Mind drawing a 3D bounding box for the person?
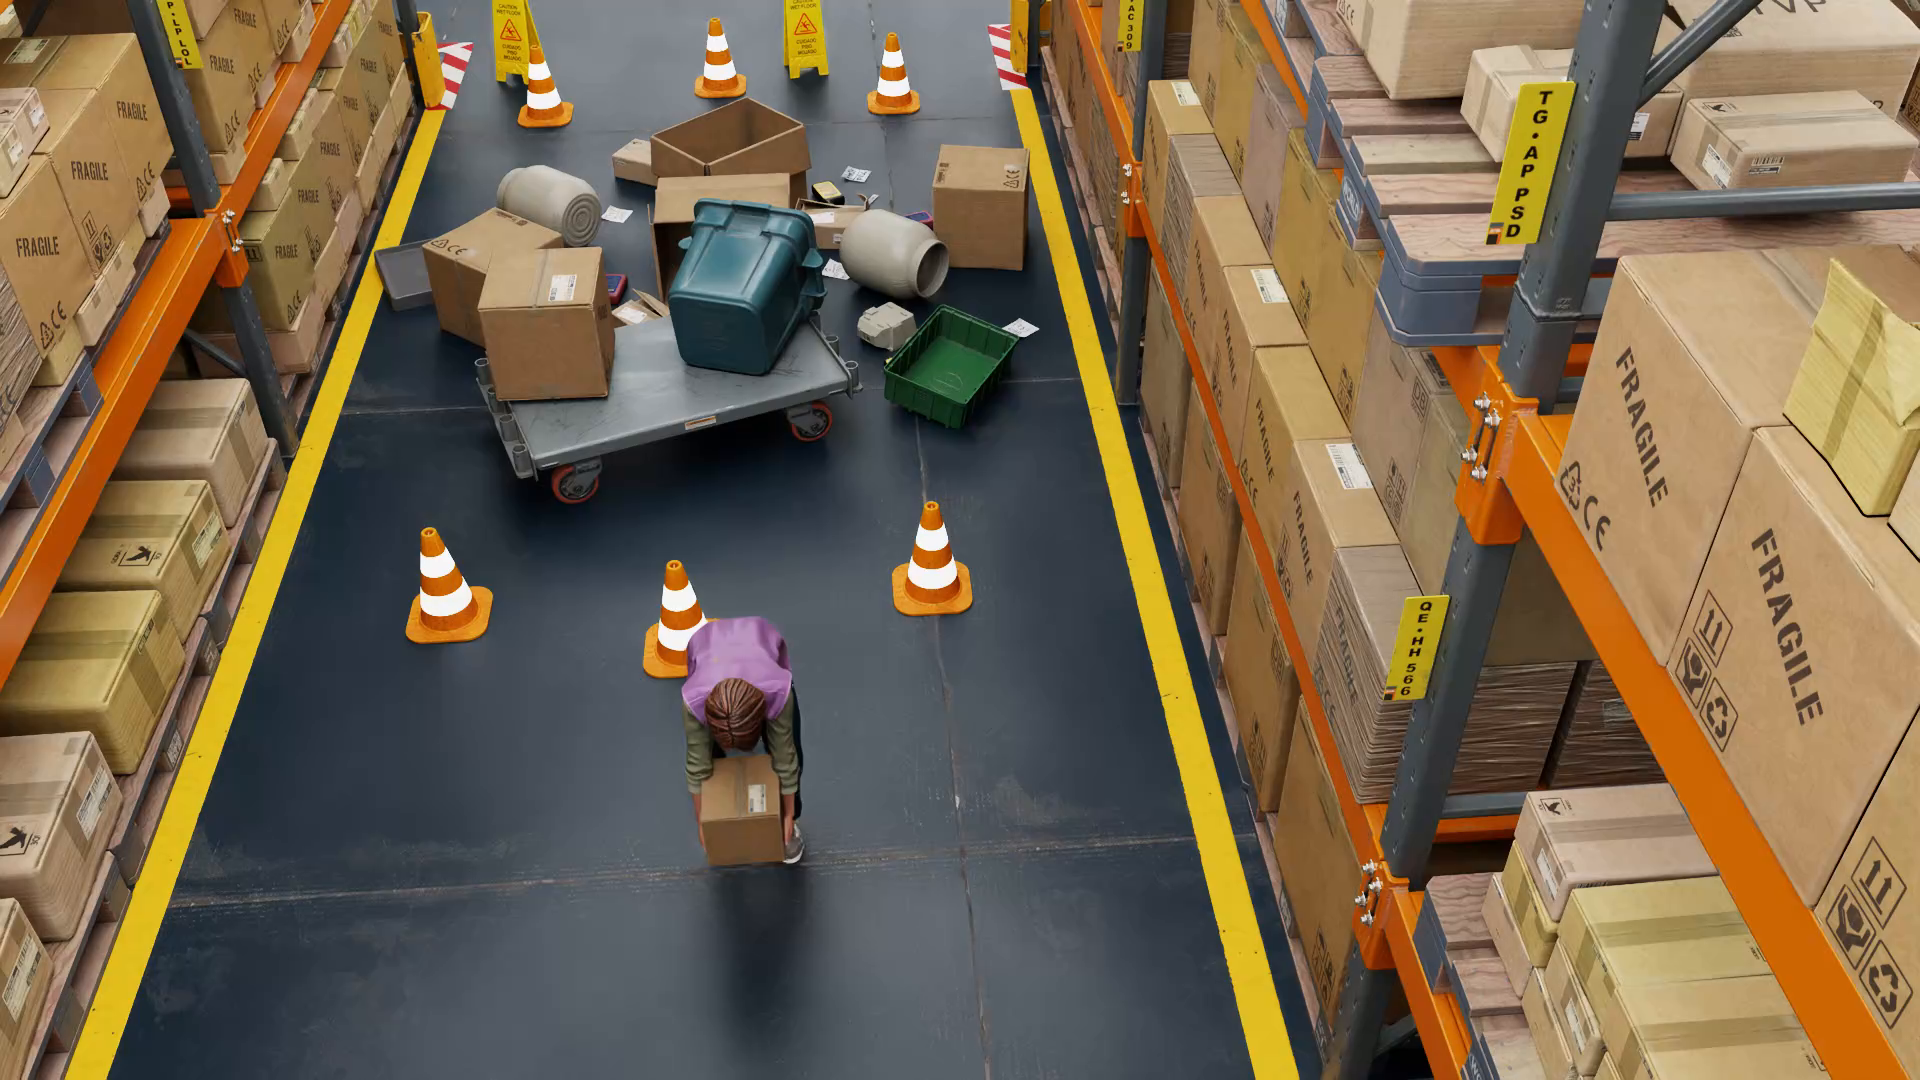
[{"bbox_3d":[-0.721,0.736,5.568,0.390,1.226,0.811,-4,40,-5],"label":"person"}]
